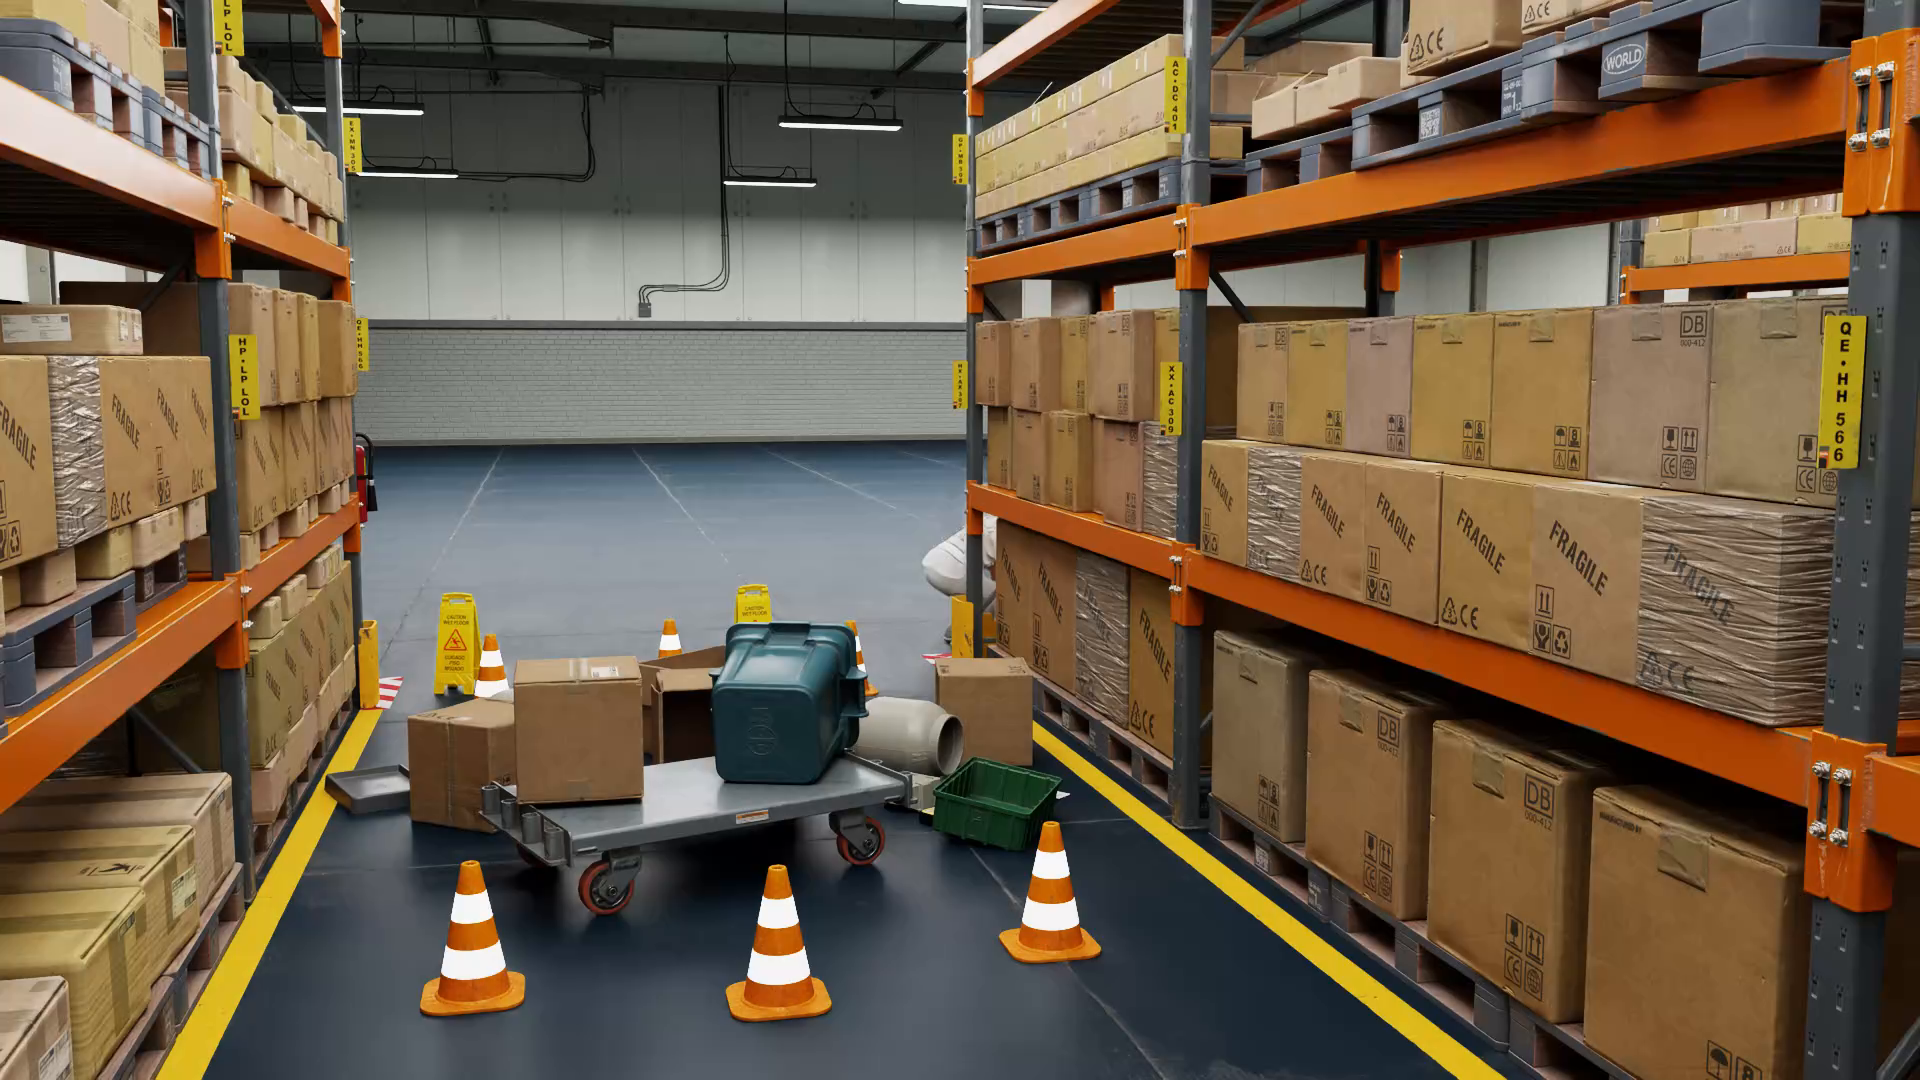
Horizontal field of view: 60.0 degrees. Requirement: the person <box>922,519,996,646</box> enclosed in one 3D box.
[{"bbox_3d":[0.137,0.285,12.586,0.844,1.016,0.527,-1,6,-13],"label":"person"}]
